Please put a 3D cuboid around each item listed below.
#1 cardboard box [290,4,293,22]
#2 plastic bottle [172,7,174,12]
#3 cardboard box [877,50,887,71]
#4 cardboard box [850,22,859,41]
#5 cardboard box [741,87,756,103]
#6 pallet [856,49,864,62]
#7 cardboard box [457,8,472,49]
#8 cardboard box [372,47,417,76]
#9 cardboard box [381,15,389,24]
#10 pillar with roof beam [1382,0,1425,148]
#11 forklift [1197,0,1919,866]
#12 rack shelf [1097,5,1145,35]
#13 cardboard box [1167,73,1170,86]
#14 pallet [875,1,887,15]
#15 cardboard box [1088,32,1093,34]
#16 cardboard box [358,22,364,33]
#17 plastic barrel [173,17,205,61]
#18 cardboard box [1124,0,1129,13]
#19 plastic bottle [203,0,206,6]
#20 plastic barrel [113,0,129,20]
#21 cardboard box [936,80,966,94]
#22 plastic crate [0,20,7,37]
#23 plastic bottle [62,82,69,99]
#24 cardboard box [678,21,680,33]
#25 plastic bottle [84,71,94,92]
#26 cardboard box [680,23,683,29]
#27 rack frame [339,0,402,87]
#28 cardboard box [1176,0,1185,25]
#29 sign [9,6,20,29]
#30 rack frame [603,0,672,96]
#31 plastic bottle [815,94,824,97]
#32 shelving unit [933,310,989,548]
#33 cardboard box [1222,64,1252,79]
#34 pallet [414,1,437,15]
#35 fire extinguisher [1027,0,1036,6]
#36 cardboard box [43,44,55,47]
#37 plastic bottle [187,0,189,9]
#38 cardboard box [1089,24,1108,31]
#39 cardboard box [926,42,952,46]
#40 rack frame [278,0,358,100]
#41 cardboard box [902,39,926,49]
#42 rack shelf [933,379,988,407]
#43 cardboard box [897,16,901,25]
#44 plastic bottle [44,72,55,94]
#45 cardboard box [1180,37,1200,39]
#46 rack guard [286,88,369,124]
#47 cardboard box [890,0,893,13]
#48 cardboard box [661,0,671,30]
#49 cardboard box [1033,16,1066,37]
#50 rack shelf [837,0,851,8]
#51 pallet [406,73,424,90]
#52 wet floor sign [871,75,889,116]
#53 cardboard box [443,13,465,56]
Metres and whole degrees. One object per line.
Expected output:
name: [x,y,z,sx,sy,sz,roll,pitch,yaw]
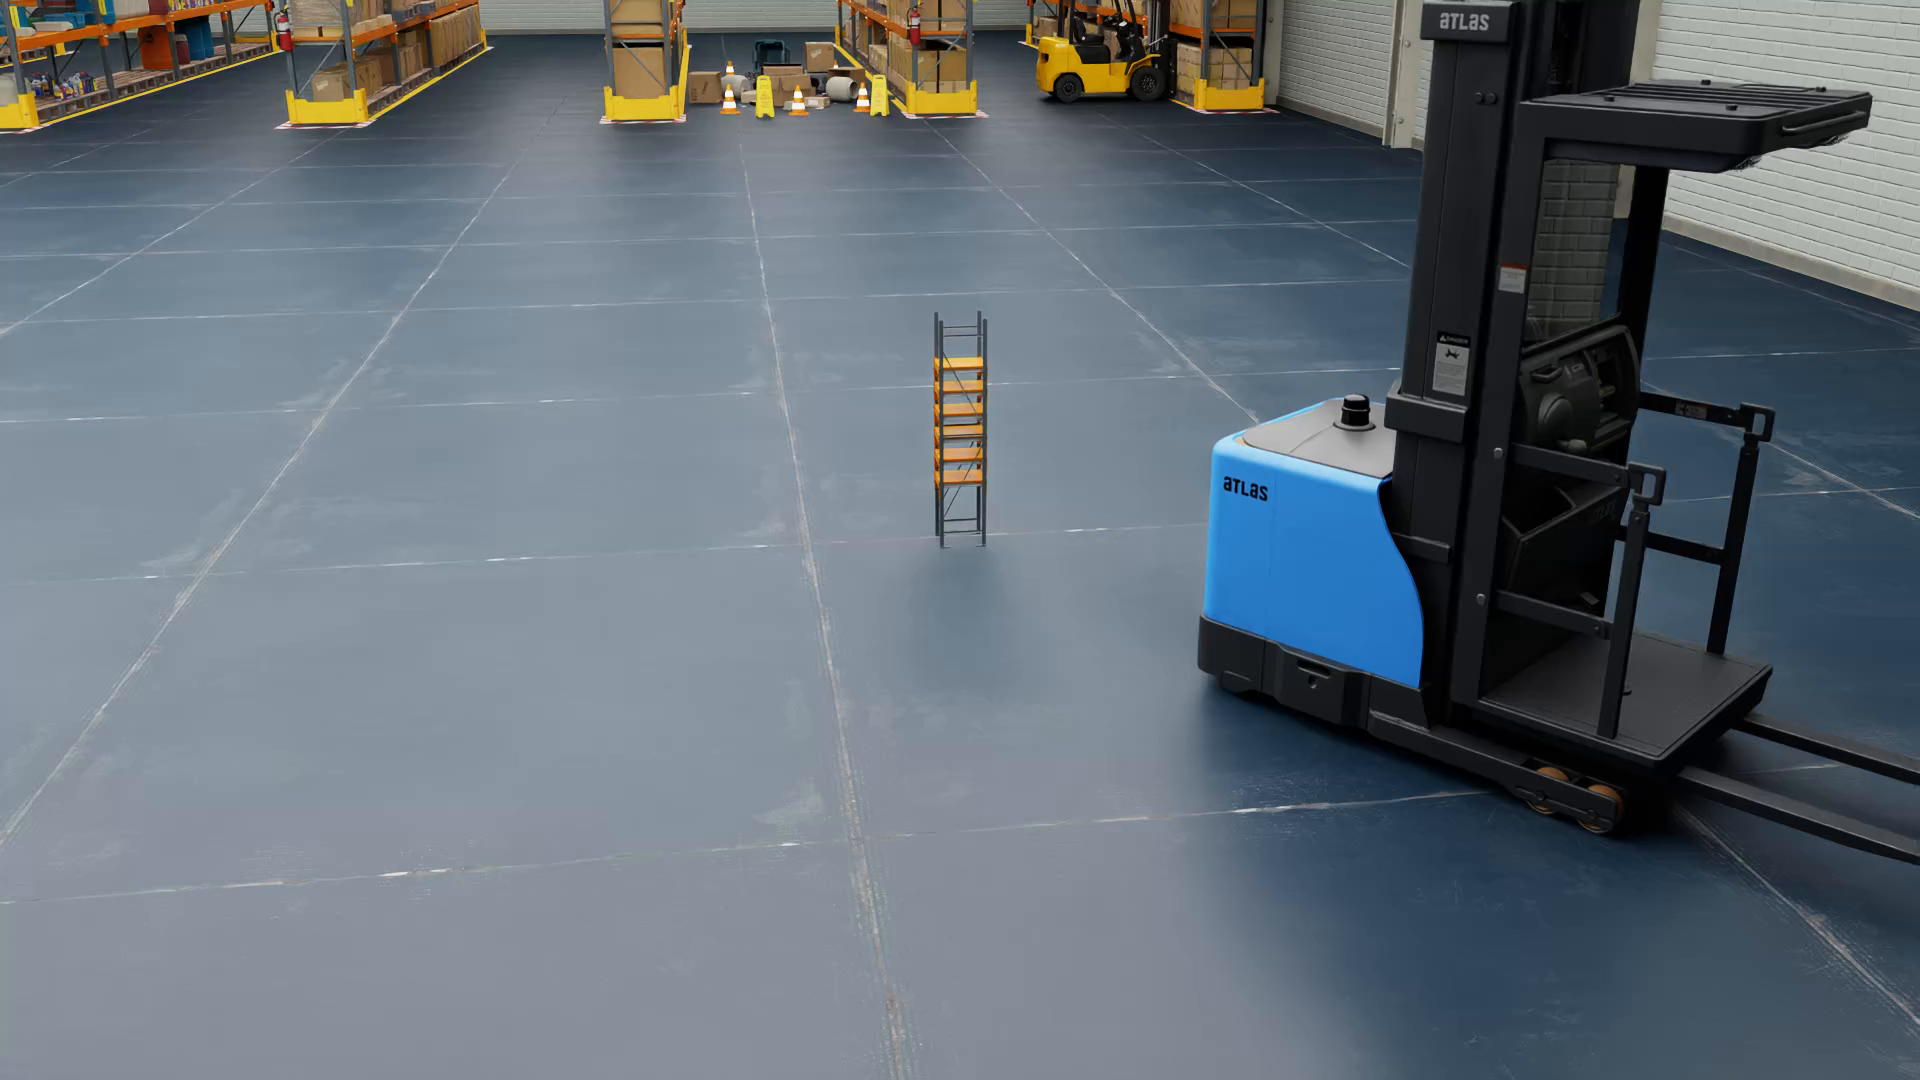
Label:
cardboard box: [-10.347,-8.634,26.977,0.875,0.500,0.500,-3,21,-8]
plastic bottle: [-15.904,-10.757,33.514,0.097,0.201,0.097,0,20,0]
cardboard box: [-1.161,-9.610,33.314,0.950,0.372,0.625,-2,21,-6]
cardboard box: [-2.269,-12.585,41.185,0.875,0.438,0.875,-2,21,-6]
cardboard box: [-3.687,-7.906,29.503,0.396,0.266,0.258,1,20,2]
pallet: [-1.841,-11.174,38.331,1.003,0.211,1.213,-3,21,-8]
cardboard box: [-11.979,-11.989,38.965,0.875,0.875,0.875,-3,21,-8]
cardboard box: [-10.960,-9.275,32.207,0.700,0.500,0.500,-1,21,-3]
cardboard box: [-10.332,-9.209,29.445,0.380,0.149,0.250,-3,21,-8]
pillar with roof beam: [2.010,-9.642,21.672,9.100,9.000,0.400,-3,21,-8]
forklift: [2.421,-0.535,5.960,3.031,2.935,1.130,19,27,40]
rack shelf: [3.749,-10.580,33.785,1.077,0.370,4.000,-3,21,-8]
cardboard box: [4.011,-8.420,30.304,0.500,0.250,0.500,-2,21,-6]
pallet: [-1.125,-10.585,33.044,1.003,0.211,1.213,-3,21,-8]
cardboard box: [3.125,-10.945,36.706,0.500,0.500,0.500,-3,21,-9]
cardboard box: [-10.033,-8.429,27.356,0.380,0.149,0.250,-3,21,-8]
plastic barrel: [-16.571,-10.773,35.671,0.600,0.901,0.708,-3,21,-8]
cardboard box: [3.587,-10.663,33.193,0.500,0.250,0.500,-3,21,-7]
plastic bottle: [-16.252,-11.605,35.570,0.144,0.351,0.185,-3,21,-8]
plastic barrel: [-15.608,-9.884,30.698,0.433,0.535,0.433,0,20,0]
cardboard box: [-0.140,-7.790,28.617,0.500,0.250,0.500,-3,21,-8]
plastic crate: [-15.461,-8.152,26.469,0.499,0.251,0.408,-3,21,-8]
plastic bottle: [-15.007,-7.529,27.858,0.097,0.271,0.097,0,20,0]
cardboard box: [-6.402,-11.230,36.396,0.500,0.250,0.500,-4,21,-10]
plastic bottle: [-15.204,-7.980,28.953,0.144,0.351,0.185,-3,21,-9]
cardboard box: [-7.018,-12.640,40.895,0.380,0.149,0.250,-3,21,-9]
rack frame: [-10.680,-9.474,29.794,1.000,3.000,0.127,-3,21,-8]
cardboard box: [4.143,-9.402,29.458,0.500,0.500,0.500,-3,21,-9]
sign: [-14.460,-7.995,25.439,0.100,0.325,0.005,-3,21,-8]
rack frame: [-5.181,-8.304,26.662,1.000,3.000,0.127,-3,21,-8]
plastic bottle: [-2.544,-8.055,30.196,0.133,0.061,0.283,1,20,2]
shelving unit: [0.002,-0.557,8.493,0.258,1.200,0.189,-3,21,-8]
cardboard box: [4.752,-8.156,28.882,0.500,0.250,0.500,-3,21,-7]
pallet: [-11.049,-10.527,32.889,1.213,0.211,1.003,-3,21,-8]
fire extinguisher: [1.829,-14.196,43.082,0.296,0.674,0.183,-3,21,-8]
cardboard box: [-21.892,-11.989,39.473,0.500,0.500,0.500,-3,21,-8]
plastic bottle: [-16.057,-11.156,34.482,0.097,0.271,0.097,0,20,0]
cardboard box: [3.081,-11.378,36.937,0.380,0.149,0.250,-2,21,-6]
cardboard box: [-0.373,-8.689,29.952,0.500,0.500,0.500,-2,21,-5]
rack frame: [-10.104,-8.089,26.086,1.000,3.000,0.127,-3,21,-8]
cardboard box: [-0.790,-8.540,28.625,0.380,0.149,0.250,-2,21,-6]
rack shelf: [0.002,-0.740,8.424,0.258,0.103,0.180,-3,21,-8]
cardboard box: [-0.907,-9.201,29.424,0.380,0.149,0.250,-3,21,-8]
plastic bottle: [-15.733,-7.896,28.726,0.144,0.351,0.185,-3,21,-8]
cardboard box: [4.388,-9.267,31.141,0.500,0.250,0.500,-3,21,-9]
rack guard: [-10.115,-6.944,26.593,1.175,0.500,0.348,-3,21,-8]
cardboard box: [-0.991,-9.820,30.155,0.500,0.500,0.500,-3,21,-8]
cardboard box: [-5.337,-8.890,28.016,0.875,0.550,0.550,-3,21,-8]
cardboard box: [2.302,-13.190,42.713,0.797,0.503,0.637,-4,21,-10]
rack shelf: [-2.315,-13.099,40.528,1.077,0.370,4.000,-3,21,-8]
pallet: [-10.973,-8.860,32.136,1.003,0.211,1.213,-3,21,-8]
wet floor sign: [-1.329,-7.366,27.515,0.267,0.644,0.232,4,21,11]
cardboard box: [-11.722,-11.224,36.917,1.225,0.875,0.875,-3,21,-8]
